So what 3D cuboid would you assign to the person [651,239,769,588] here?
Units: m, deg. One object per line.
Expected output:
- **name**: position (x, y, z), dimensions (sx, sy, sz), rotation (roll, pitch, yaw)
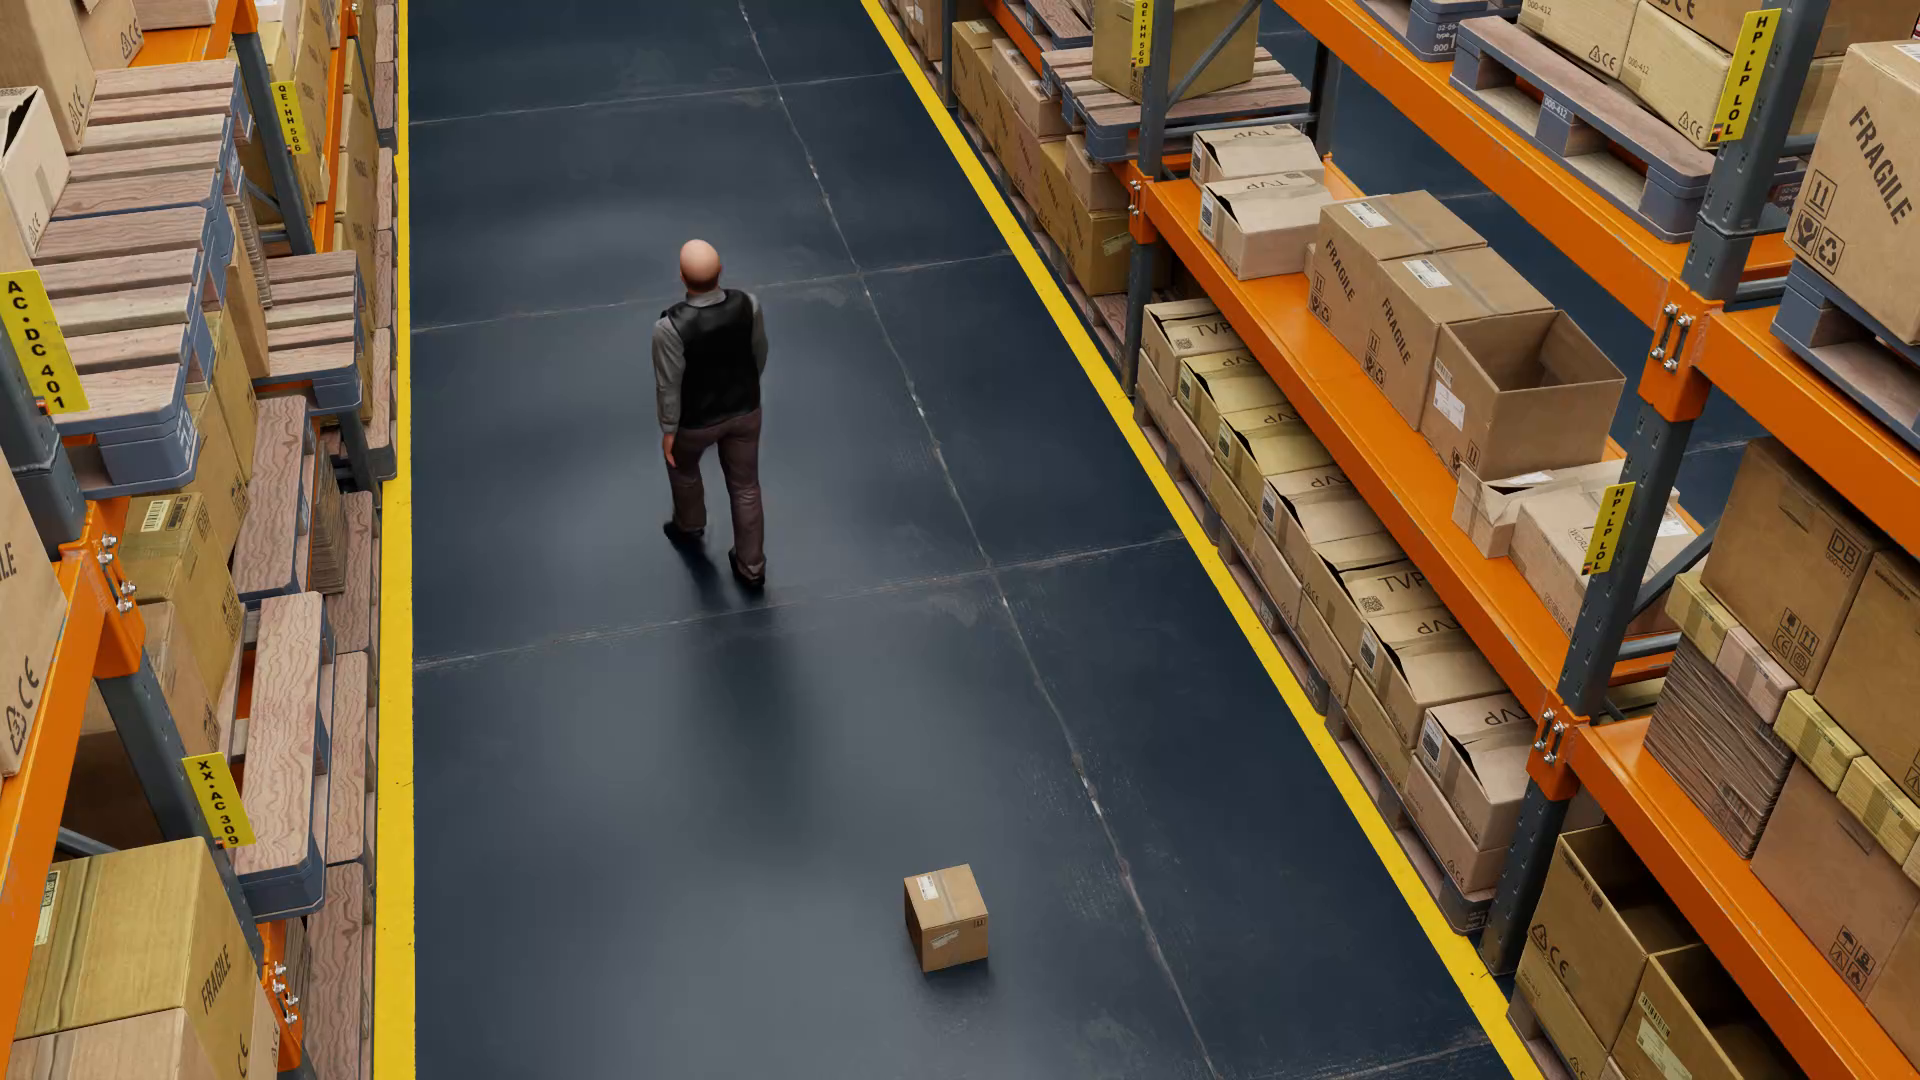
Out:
- **person**: position (-1.129, -0.598, 7.516), dimensions (0.571, 1.758, 0.758), rotation (-18, 41, -21)
